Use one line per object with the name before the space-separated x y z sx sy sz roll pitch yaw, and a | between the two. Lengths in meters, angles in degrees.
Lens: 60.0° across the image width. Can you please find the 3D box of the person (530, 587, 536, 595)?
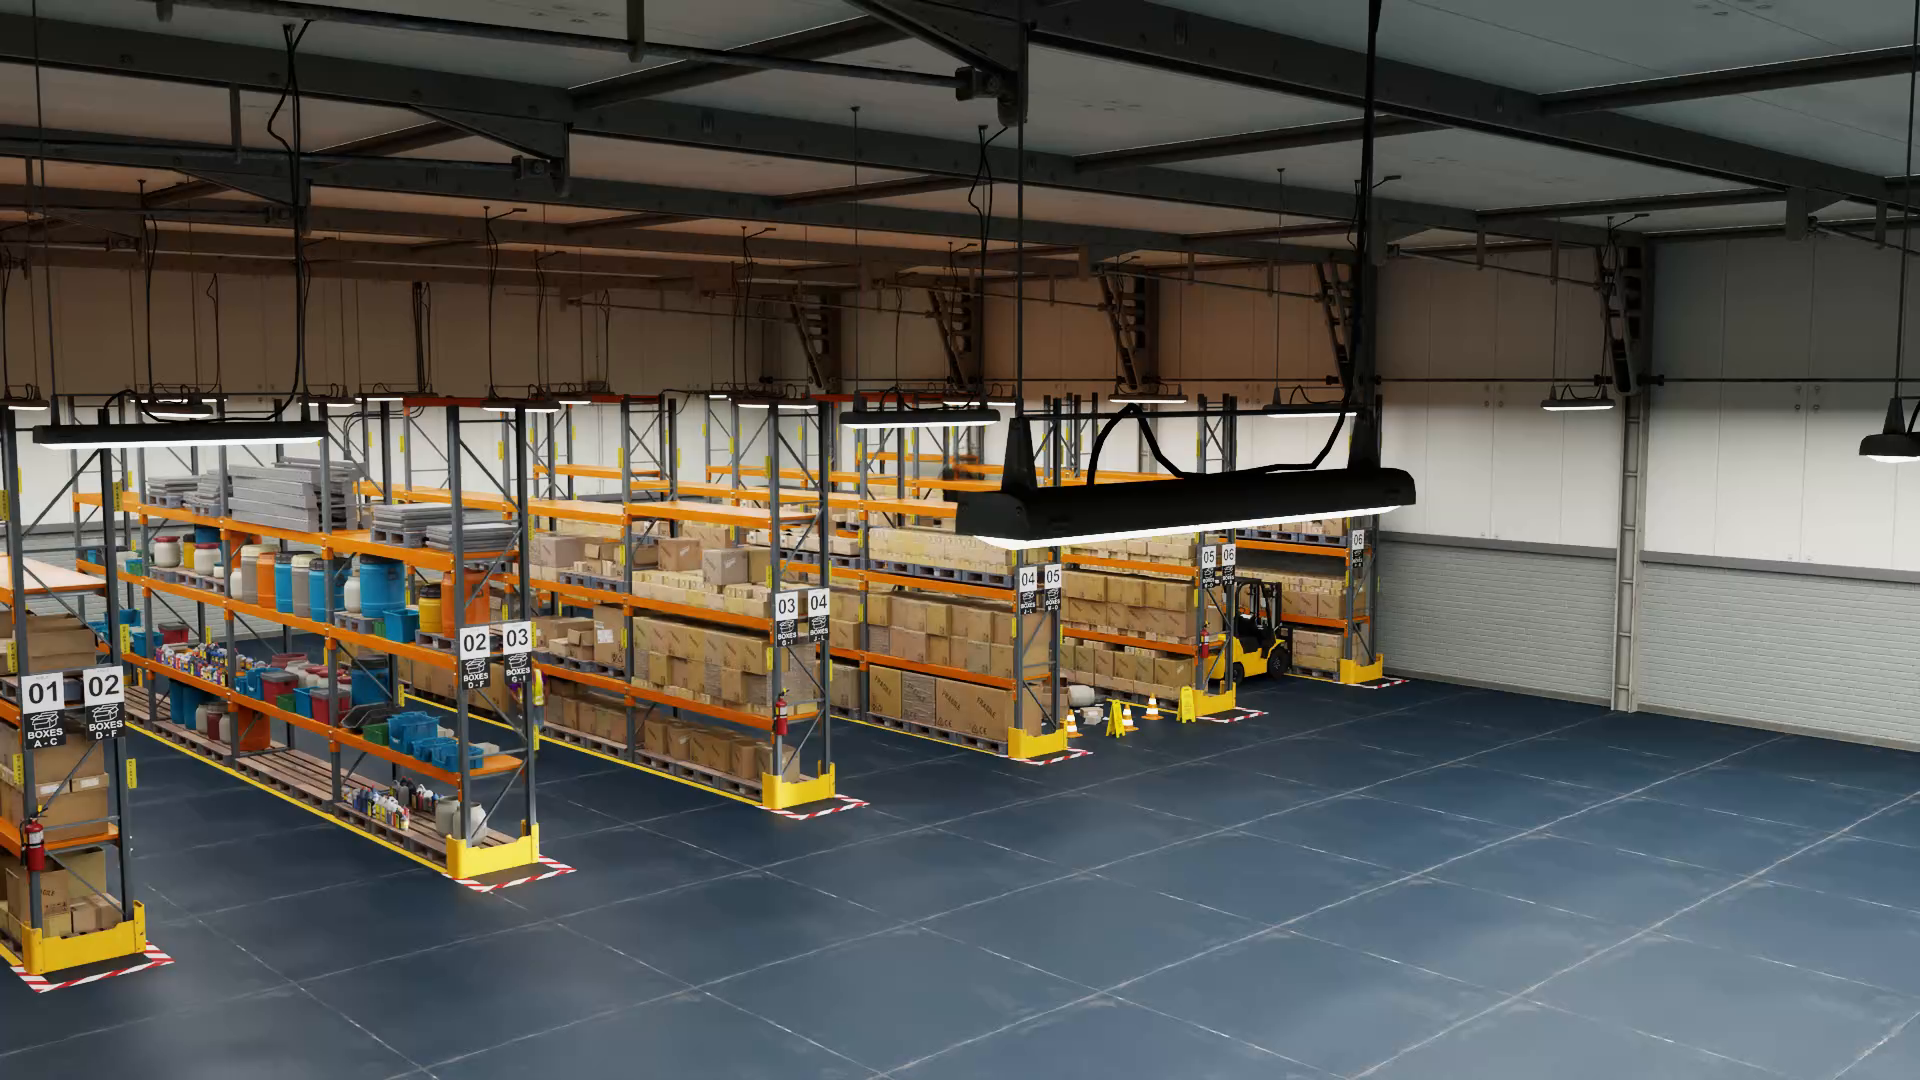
person | -10.568 1.537 40.701 0.594 1.715 0.715 -2 6 -18

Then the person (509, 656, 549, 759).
person | -7.248 2.775 27.944 0.704 1.748 0.656 -5 7 -40
